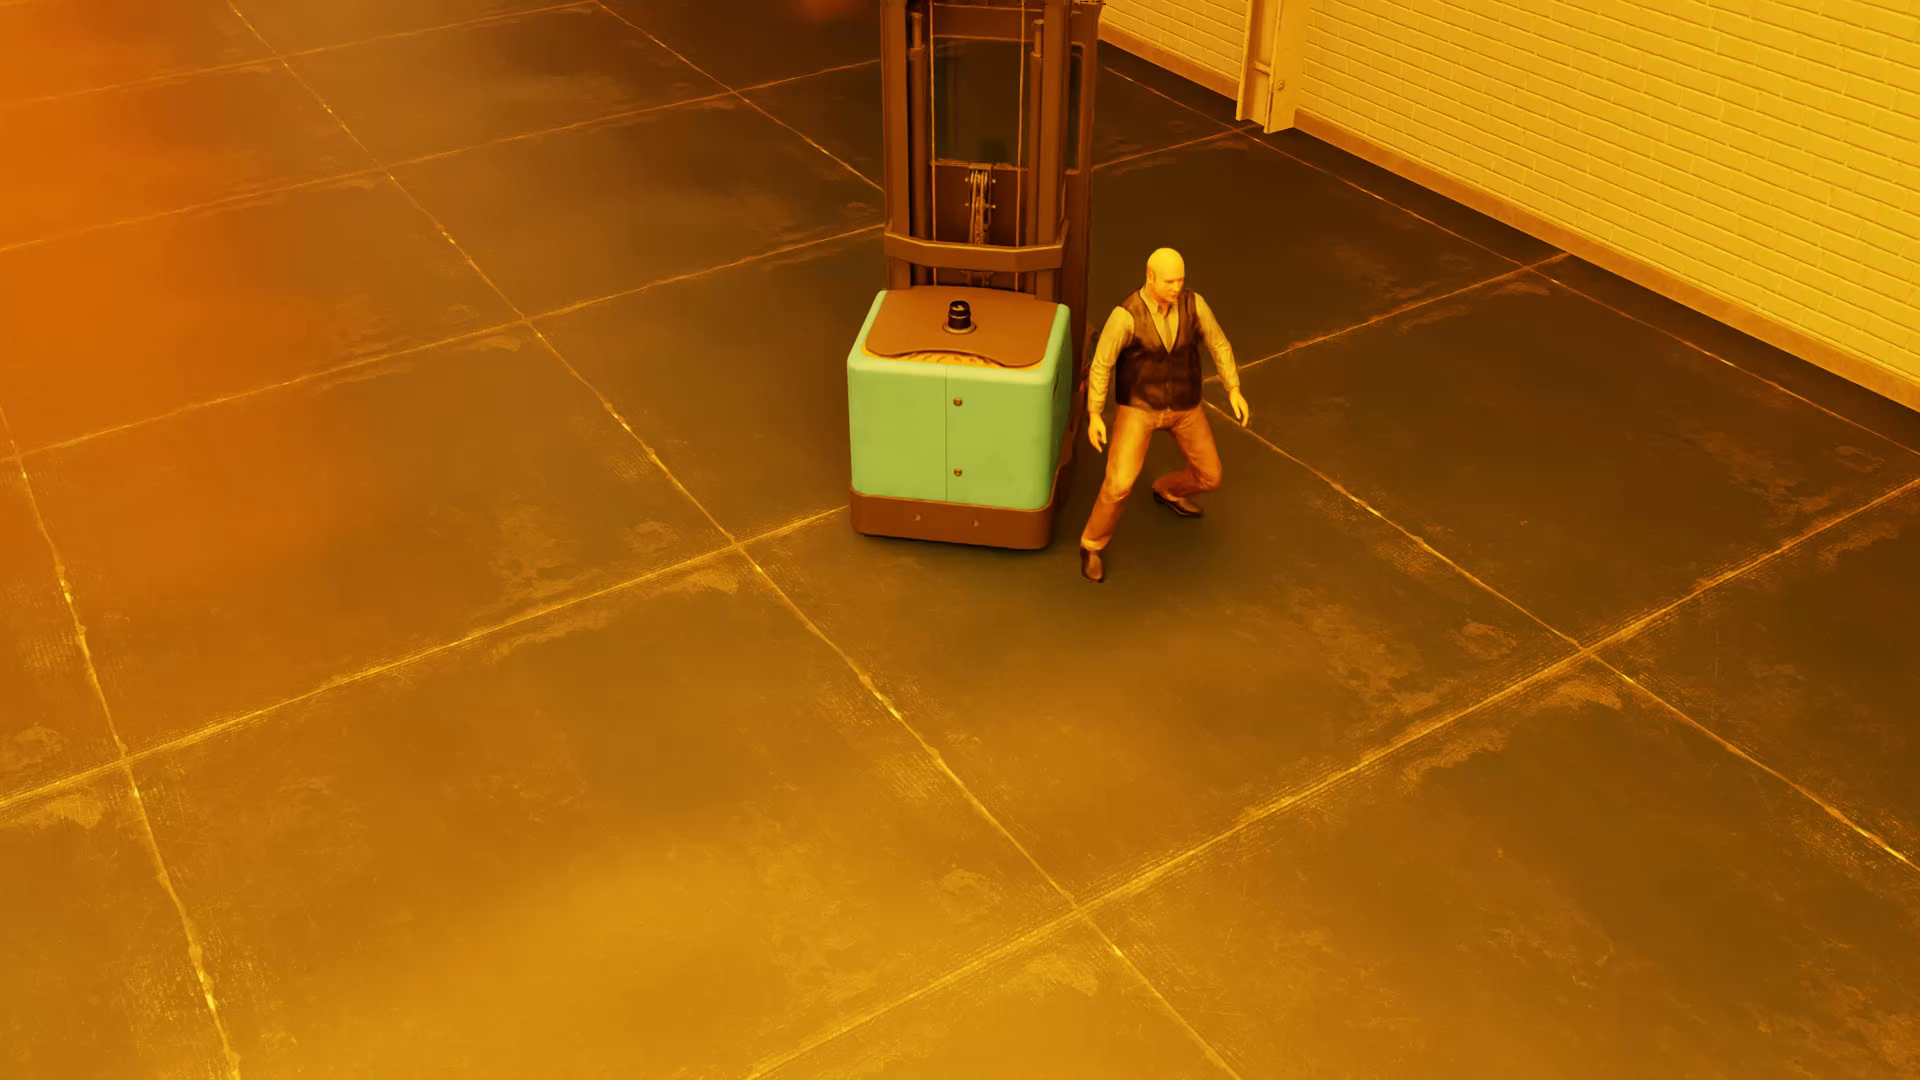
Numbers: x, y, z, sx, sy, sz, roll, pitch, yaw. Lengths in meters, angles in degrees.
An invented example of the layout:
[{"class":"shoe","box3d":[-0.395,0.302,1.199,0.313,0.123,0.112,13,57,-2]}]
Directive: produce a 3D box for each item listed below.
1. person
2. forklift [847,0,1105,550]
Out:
[{"class":"person","box3d":[0.985,-0.650,8.246,0.851,1.610,0.630,-8,36,-11]},{"class":"forklift","box3d":[0.185,-1.989,8.978,1.130,2.935,3.031,6,35,8]}]
